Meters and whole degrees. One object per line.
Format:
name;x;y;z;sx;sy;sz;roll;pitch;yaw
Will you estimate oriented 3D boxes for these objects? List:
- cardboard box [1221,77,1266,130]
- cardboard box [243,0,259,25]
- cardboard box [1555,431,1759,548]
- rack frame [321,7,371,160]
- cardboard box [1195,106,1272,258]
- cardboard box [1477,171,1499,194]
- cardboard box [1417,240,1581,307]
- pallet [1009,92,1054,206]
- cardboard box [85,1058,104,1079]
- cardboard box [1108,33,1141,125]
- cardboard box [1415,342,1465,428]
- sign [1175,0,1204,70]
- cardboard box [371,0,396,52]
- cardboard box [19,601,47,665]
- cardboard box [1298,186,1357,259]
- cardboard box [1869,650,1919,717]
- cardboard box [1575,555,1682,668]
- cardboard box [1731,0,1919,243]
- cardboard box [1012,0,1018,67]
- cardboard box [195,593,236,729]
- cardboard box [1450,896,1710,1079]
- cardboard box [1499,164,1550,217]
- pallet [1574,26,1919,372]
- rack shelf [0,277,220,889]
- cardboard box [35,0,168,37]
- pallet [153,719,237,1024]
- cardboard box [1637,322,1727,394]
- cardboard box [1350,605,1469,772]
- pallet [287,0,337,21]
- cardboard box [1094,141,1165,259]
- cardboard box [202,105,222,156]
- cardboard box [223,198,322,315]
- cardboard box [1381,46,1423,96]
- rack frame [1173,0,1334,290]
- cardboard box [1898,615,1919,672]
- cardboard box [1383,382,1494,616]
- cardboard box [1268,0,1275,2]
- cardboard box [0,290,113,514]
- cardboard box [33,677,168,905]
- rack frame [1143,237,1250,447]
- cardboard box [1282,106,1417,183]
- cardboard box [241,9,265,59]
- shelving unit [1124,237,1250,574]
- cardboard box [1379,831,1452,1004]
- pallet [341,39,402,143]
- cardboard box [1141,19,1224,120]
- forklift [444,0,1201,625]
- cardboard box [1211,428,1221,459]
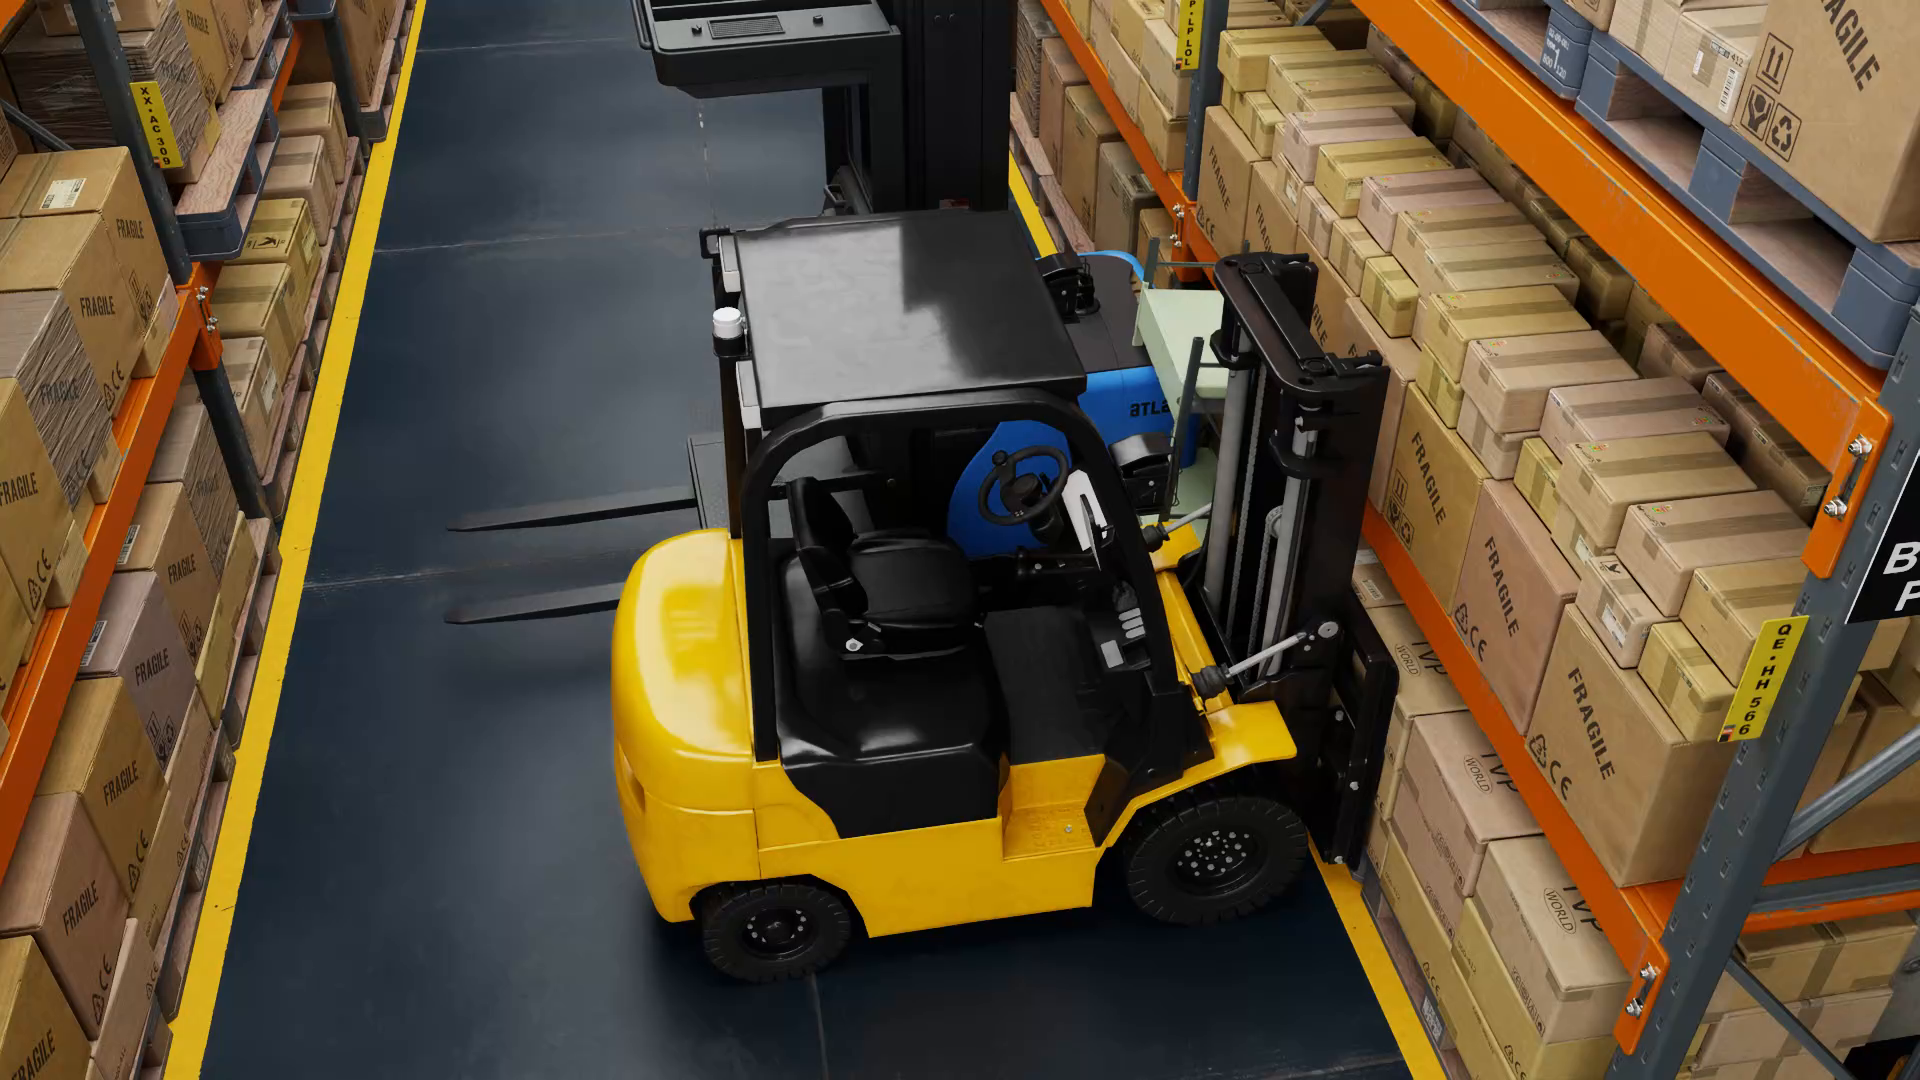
cardboard box;1.231;-1.710;6.396;0.380;0.149;0.250;-7;38;-9
cardboard box;-3.514;-2.648;7.547;0.500;0.500;0.500;-8;39;-10
cardboard box;1.718;-0.127;4.116;0.380;0.149;0.250;-5;38;-7
rack frame;-4.154;-3.515;9.330;1.000;3.000;0.127;-6;38;-8
cardboard box;1.255;-1.379;6.498;0.500;0.500;0.500;-7;38;-9
cardboard box;1.895;-1.144;5.667;0.380;0.149;0.250;-5;38;-6
cardboard box;1.590;-0.752;4.920;0.380;0.149;0.250;-6;38;-7
pallet;0.838;-2.449;10.230;1.003;0.211;1.213;-6;38;-8
cardboard box;-2.620;1.720;4.490;0.500;0.250;0.500;-7;38;-8
cardboard box;0.994;-2.155;7.702;0.500;0.250;0.500;-6;38;-8
cardboard box;1.550;-0.466;4.795;0.380;0.149;0.250;-6;38;-8
sign;0.901;-1.997;6.496;0.100;0.325;0.005;-6;38;-8
cardboard box;-4.345;-3.807;11.095;0.875;0.875;0.875;-6;38;-7
cardboard box;-2.832;0.242;4.698;0.380;0.149;0.250;-7;38;-9
cardboard box;1.366;-1.084;5.590;0.380;0.149;0.250;-7;38;-8
cardboard box;2.331;0.252;3.870;0.380;0.149;0.250;-7;38;-9
cardboard box;1.724;0.155;3.996;0.380;0.149;0.250;-6;38;-7
cardboard box;1.818;-0.890;3.000;0.500;0.500;0.500;-5;38;-6
cardboard box;0.447;-3.462;10.957;0.500;0.500;0.500;-5;38;-7
cardboard box;-2.981;0.470;6.100;0.500;0.250;0.500;-7;38;-9
cardboard box;1.742;1.243;4.697;0.500;0.250;0.500;-7;38;-9
cardboard box;1.980;-1.111;5.383;0.380;0.149;0.250;-7;38;-8
pallet;2.037;-0.799;3.460;1.003;0.211;1.213;-6;38;-8
rack shelf;-3.102;0.393;4.886;1.077;0.370;4.000;-6;38;-8
cardboard box;-3.187;-2.000;6.185;0.380;0.149;0.250;-6;38;-8
pallet;-3.083;1.142;5.608;1.003;0.211;1.213;-6;38;-8
cardboard box;2.114;-0.485;4.577;0.380;0.149;0.250;-5;38;-7
cardboard box;1.554;0.450;5.310;0.500;0.250;0.500;-6;38;-7
pallet;-3.924;-3.020;8.849;1.213;0.211;1.003;-6;38;-8
cardboard box;1.203;-1.647;8.518;0.875;0.625;0.625;-7;38;-8
cardboard box;-3.273;-1.685;6.837;0.380;0.149;0.250;-5;38;-7
cardboard box;-3.800;-1.398;8.403;0.950;0.372;0.625;-5;38;-6
cardboard box;1.790;-1.732;6.182;0.380;0.149;0.250;-7;38;-9
rack frame;1.434;-1.635;6.910;1.000;3.000;0.127;-6;38;-8
cardboard box;2.287;0.142;3.770;0.380;0.149;0.250;-7;38;-9
cardboard box;1.618;-0.152;4.919;0.500;0.500;0.500;-7;38;-9
cardboard box;1.545;-2.485;7.393;0.380;0.149;0.250;-6;38;-8
cardboard box;-2.937;-0.391;4.985;0.500;0.500;0.500;-5;38;-7
cardboard box;-2.801;0.790;5.076;0.500;0.500;0.500;-6;38;-7
rack frame;0.844;-0.524;6.663;0.400;1.500;0.023;0;37;-8
cardboard box;1.330;-1.356;5.698;0.380;0.149;0.250;-5;38;-7
cardboard box;-3.439;-2.324;7.659;0.380;0.149;0.250;-5;38;-6
shelving unit;0.884;-0.303;6.374;0.431;1.500;0.755;0;37;-8
cardboard box;1.664;1.149;5.224;0.500;0.250;0.500;-6;38;-8
pallet;-4.218;-2.898;10.809;1.003;0.211;1.213;-6;38;-8
cardboard box;1.096;-2.043;7.149;0.500;0.250;0.500;-7;38;-9
forklift;-0.609;-1.071;6.239;3.031;2.935;1.130;-8;39;-10
cardboard box;1.305;-0.283;6.661;0.500;0.250;0.500;-6;38;-8
